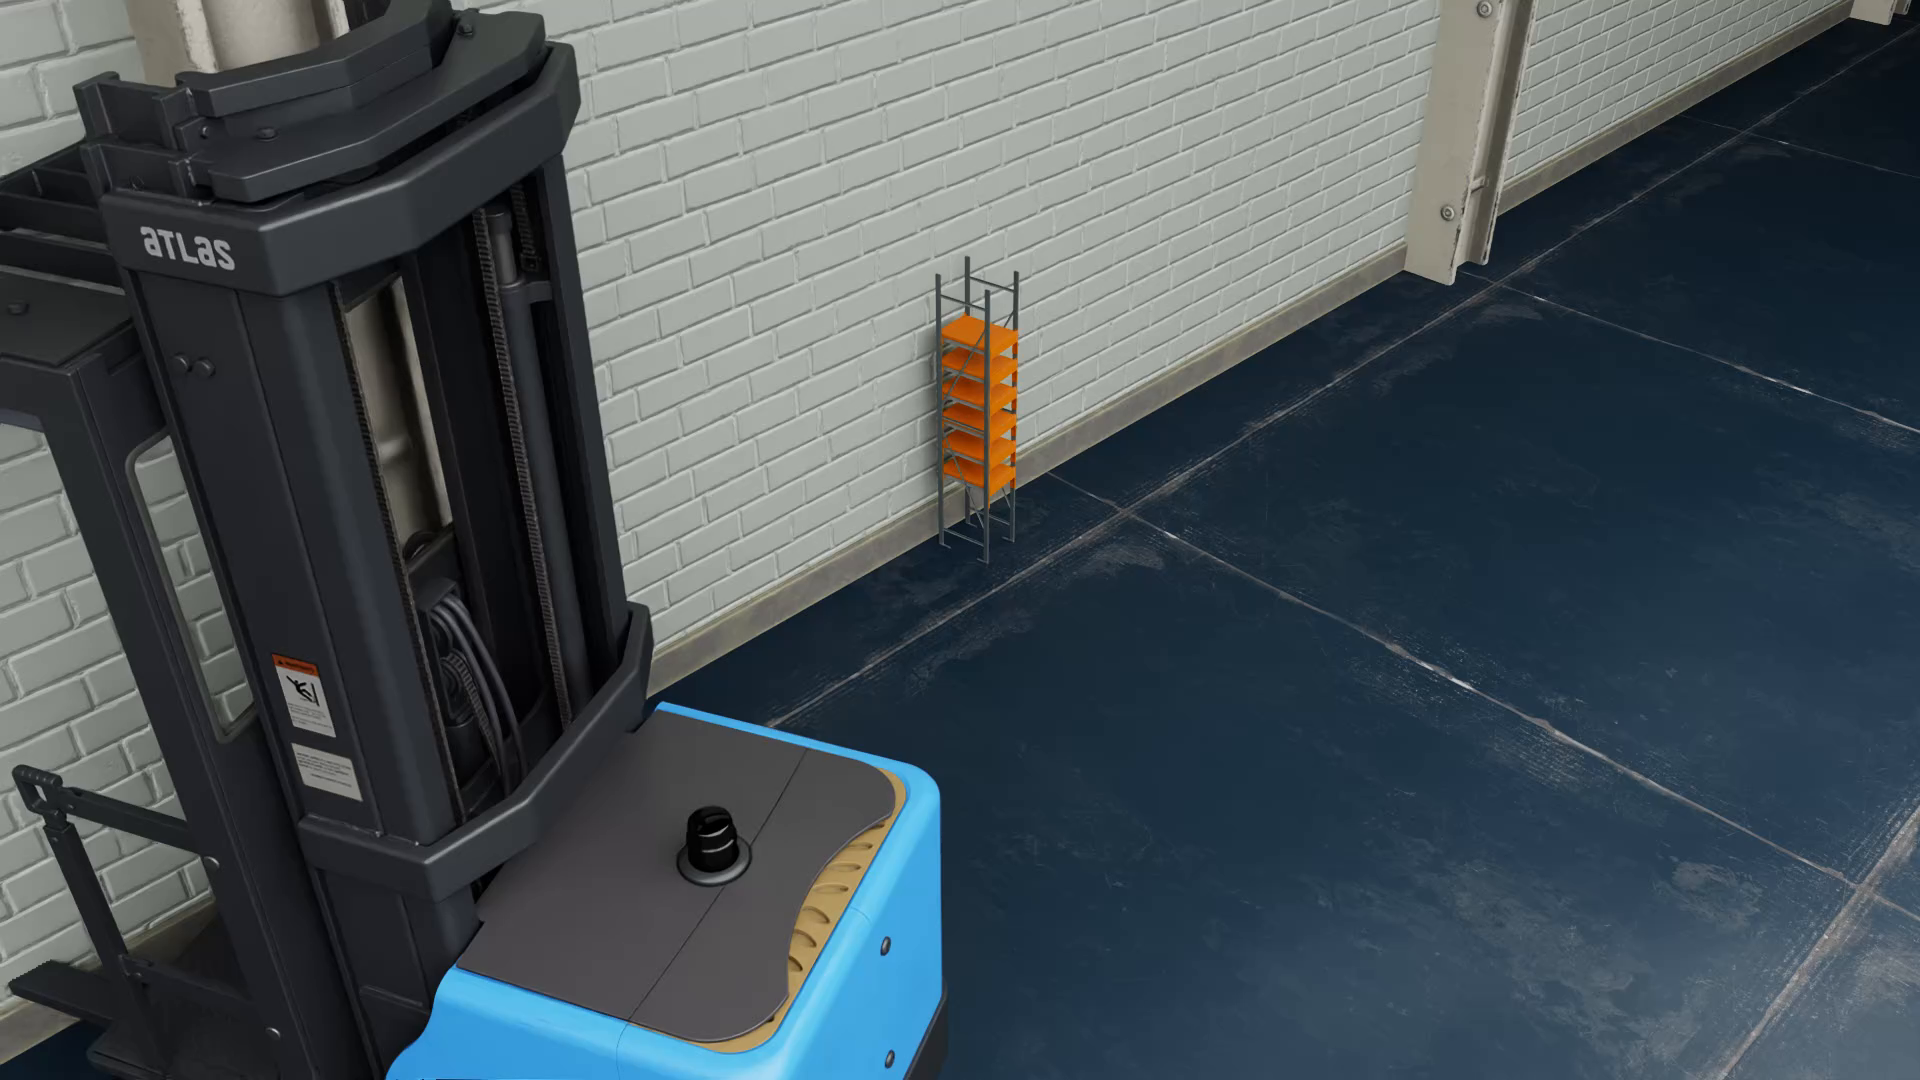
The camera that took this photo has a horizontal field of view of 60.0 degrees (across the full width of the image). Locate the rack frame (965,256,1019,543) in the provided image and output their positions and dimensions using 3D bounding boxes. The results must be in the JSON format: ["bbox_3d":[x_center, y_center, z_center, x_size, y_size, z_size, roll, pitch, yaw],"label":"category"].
[{"bbox_3d":[0.119,-0.522,6.448,0.240,1.200,0.006,22,41,29],"label":"rack frame"}]

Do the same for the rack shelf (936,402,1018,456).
[{"bbox_3d":[0.065,-0.442,6.412,0.258,0.103,0.180,22,41,29],"label":"rack shelf"}]

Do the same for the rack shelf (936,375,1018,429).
[{"bbox_3d":[0.065,-0.541,6.344,0.258,0.103,0.180,22,41,29],"label":"rack shelf"}]

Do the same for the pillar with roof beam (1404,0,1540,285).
[{"bbox_3d":[5.627,-3.421,3.788,9.100,9.000,0.400,30,45,35],"label":"pillar with roof beam"}]

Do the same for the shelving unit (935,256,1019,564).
[{"bbox_3d":[0.065,-0.479,6.387,0.258,1.200,0.189,22,41,29],"label":"shelving unit"}]

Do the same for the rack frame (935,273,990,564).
[{"bbox_3d":[0.012,-0.436,6.326,0.240,1.200,0.006,22,41,29],"label":"rack frame"}]

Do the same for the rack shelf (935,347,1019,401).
[{"bbox_3d":[0.065,-0.639,6.275,0.258,0.103,0.180,22,41,29],"label":"rack shelf"}]

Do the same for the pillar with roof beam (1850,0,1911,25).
[{"bbox_3d":[9.855,-5.857,7.281,9.100,9.000,0.400,30,45,35],"label":"pillar with roof beam"}]

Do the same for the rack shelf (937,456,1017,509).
[{"bbox_3d":[0.066,-0.246,6.550,0.258,0.103,0.180,22,41,29],"label":"rack shelf"}]

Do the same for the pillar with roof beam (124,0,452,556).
[{"bbox_3d":[1.400,-0.985,0.296,9.100,9.000,0.400,30,45,35],"label":"pillar with roof beam"}]

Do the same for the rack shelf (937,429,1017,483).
[{"bbox_3d":[0.066,-0.344,6.481,0.258,0.103,0.180,22,41,29],"label":"rack shelf"}]

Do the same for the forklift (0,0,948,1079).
[{"bbox_3d":[-1.606,0.209,3.888,3.031,2.935,1.130,12,37,16],"label":"forklift"}]

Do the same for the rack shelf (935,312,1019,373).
[{"bbox_3d":[0.064,-0.738,6.206,0.258,0.103,0.180,22,41,29],"label":"rack shelf"}]
